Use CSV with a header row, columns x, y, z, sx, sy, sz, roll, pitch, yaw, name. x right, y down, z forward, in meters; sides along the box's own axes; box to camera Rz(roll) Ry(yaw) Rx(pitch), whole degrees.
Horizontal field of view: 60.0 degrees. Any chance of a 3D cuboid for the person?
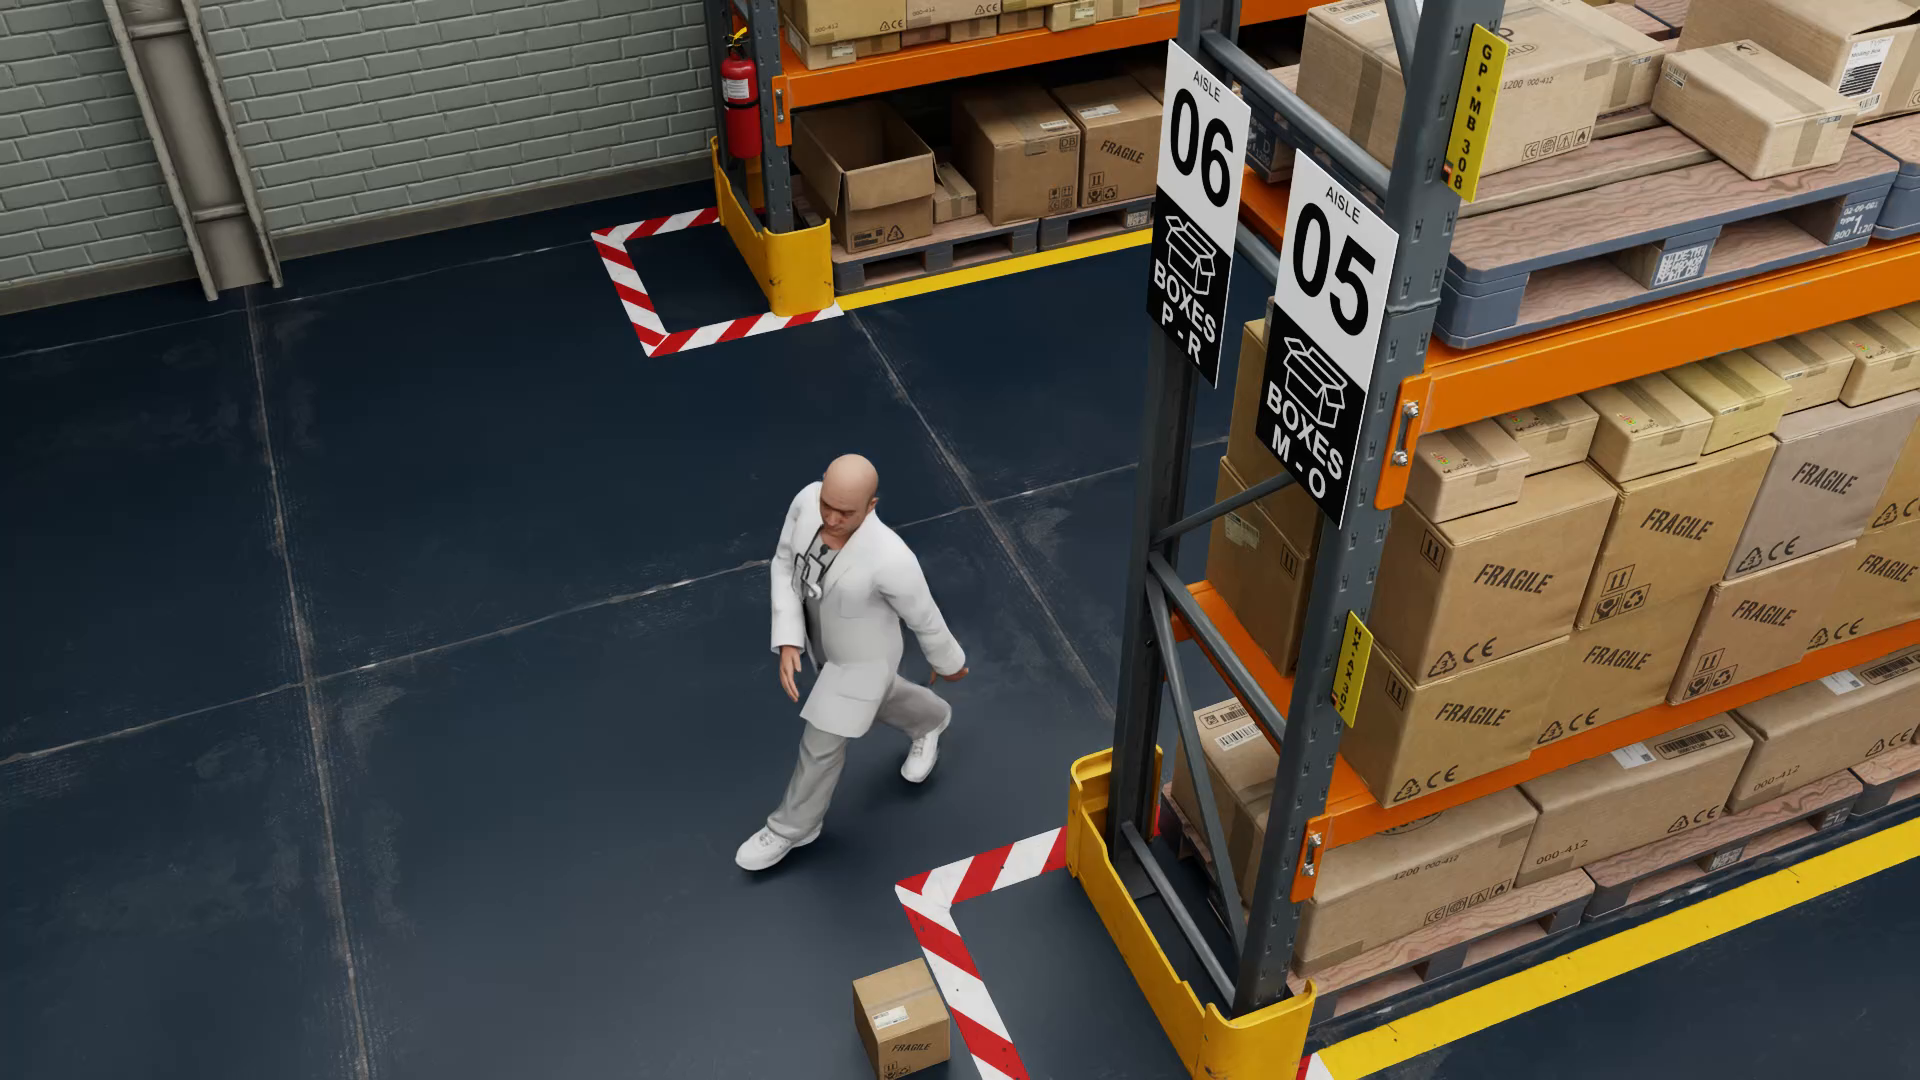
x,y,z,sx,sy,sz,roll,pitch,yaw,name
-0.364,0.392,5.728,1.058,1.733,0.567,-27,48,-27,person
